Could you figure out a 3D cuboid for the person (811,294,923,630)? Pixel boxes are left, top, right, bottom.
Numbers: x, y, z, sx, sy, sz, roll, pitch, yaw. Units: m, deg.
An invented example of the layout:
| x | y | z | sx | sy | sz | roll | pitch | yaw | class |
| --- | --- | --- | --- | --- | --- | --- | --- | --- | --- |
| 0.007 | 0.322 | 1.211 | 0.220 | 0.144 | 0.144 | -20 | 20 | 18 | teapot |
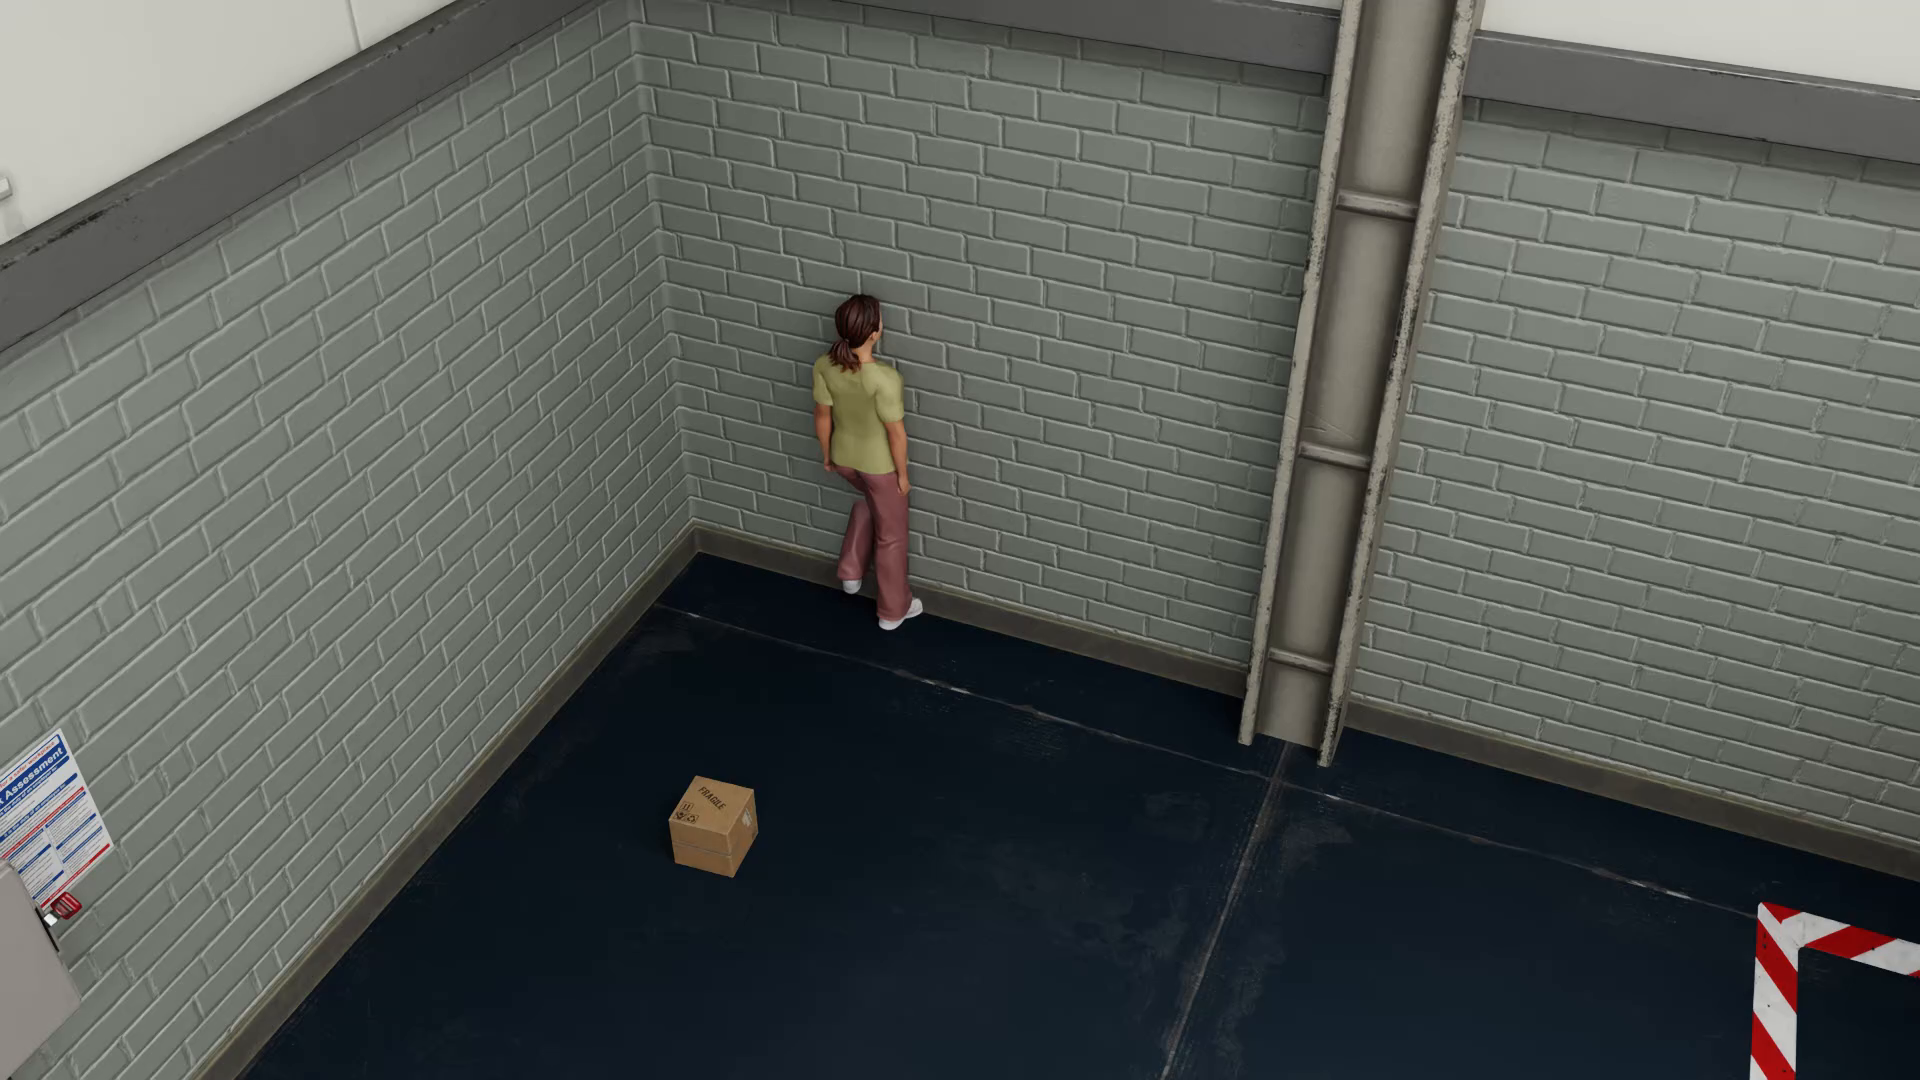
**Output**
| x | y | z | sx | sy | sz | roll | pitch | yaw | class |
| --- | --- | --- | --- | --- | --- | --- | --- | --- | --- |
| -0.375 | -0.359 | 7.284 | 0.432 | 1.673 | 0.479 | 18 | 41 | 21 | person |
